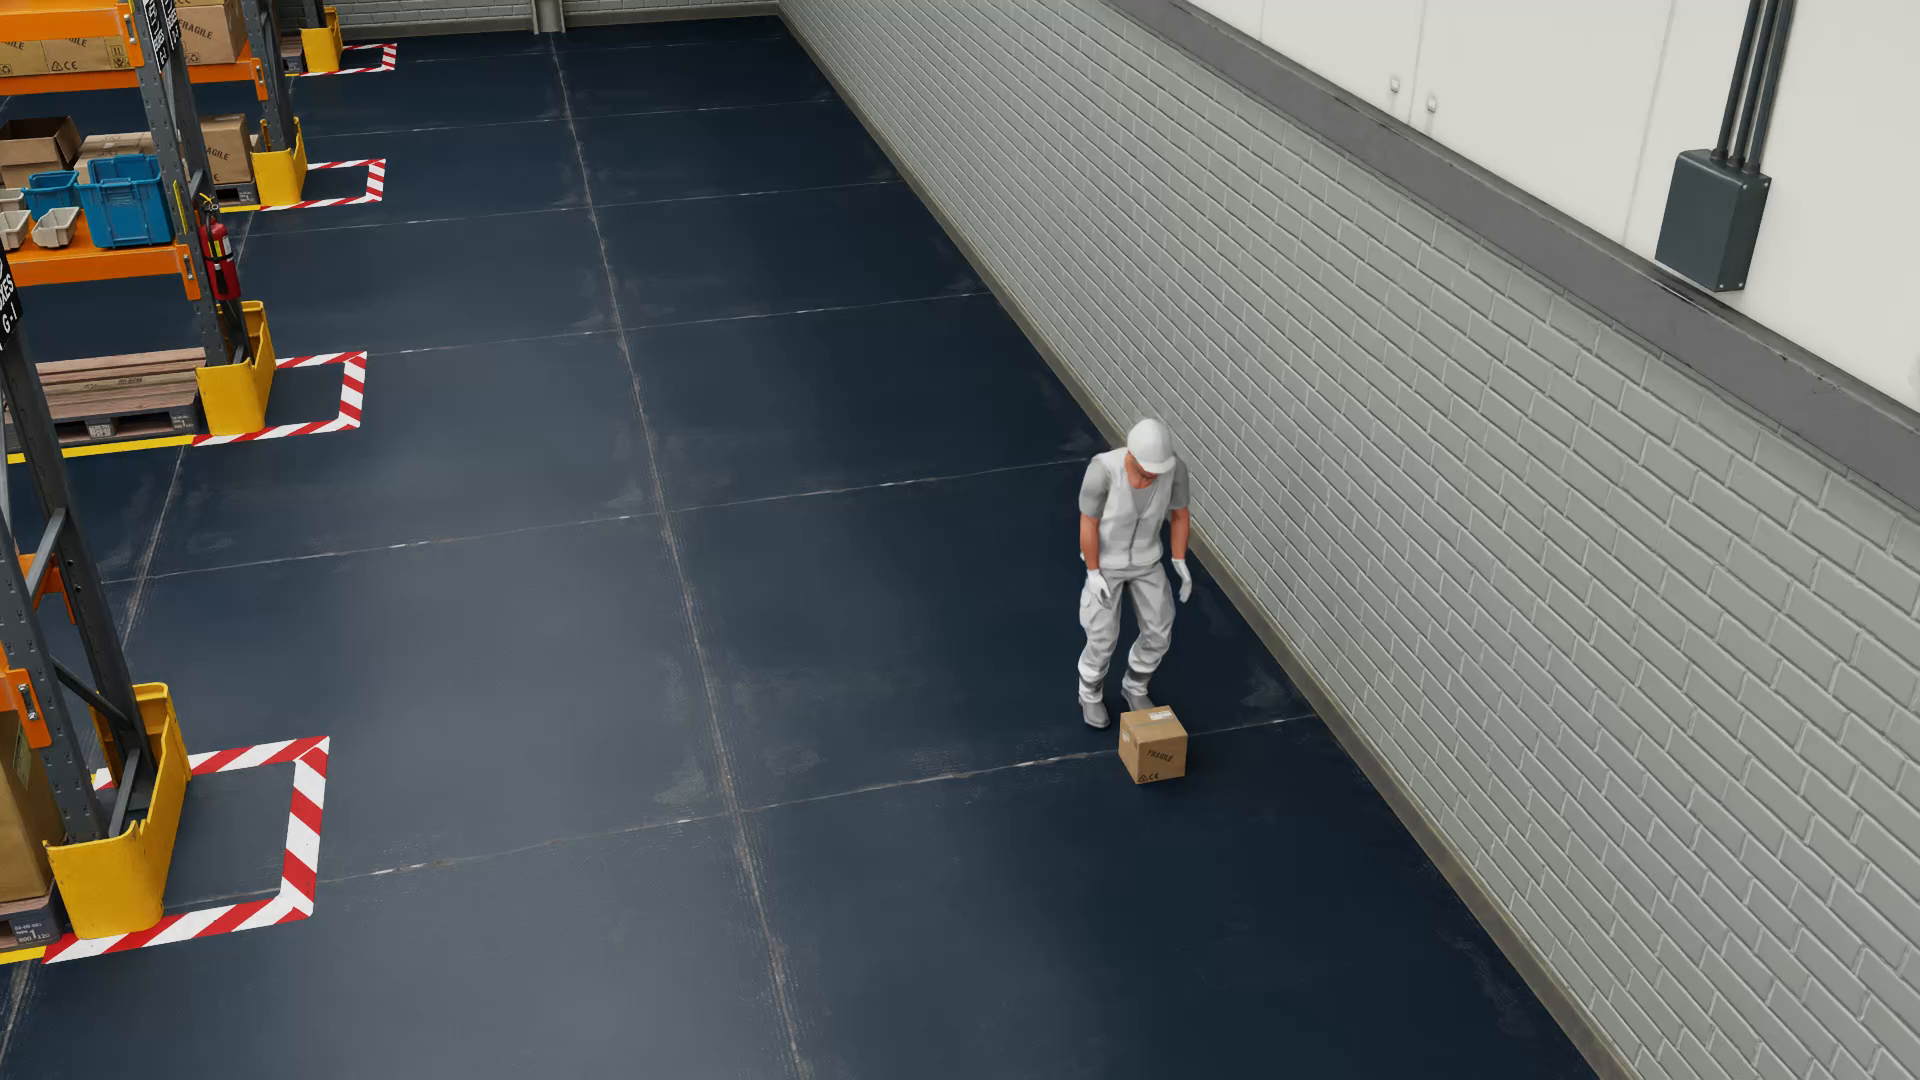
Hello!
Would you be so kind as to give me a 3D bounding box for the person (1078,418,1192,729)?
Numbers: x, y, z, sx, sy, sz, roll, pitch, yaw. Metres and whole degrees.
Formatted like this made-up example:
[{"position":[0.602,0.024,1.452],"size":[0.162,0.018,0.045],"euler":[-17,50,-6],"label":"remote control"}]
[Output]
[{"position":[0.841,0.140,8.068],"size":[0.554,1.698,0.517],"euler":[-7,31,-12],"label":"person"}]
